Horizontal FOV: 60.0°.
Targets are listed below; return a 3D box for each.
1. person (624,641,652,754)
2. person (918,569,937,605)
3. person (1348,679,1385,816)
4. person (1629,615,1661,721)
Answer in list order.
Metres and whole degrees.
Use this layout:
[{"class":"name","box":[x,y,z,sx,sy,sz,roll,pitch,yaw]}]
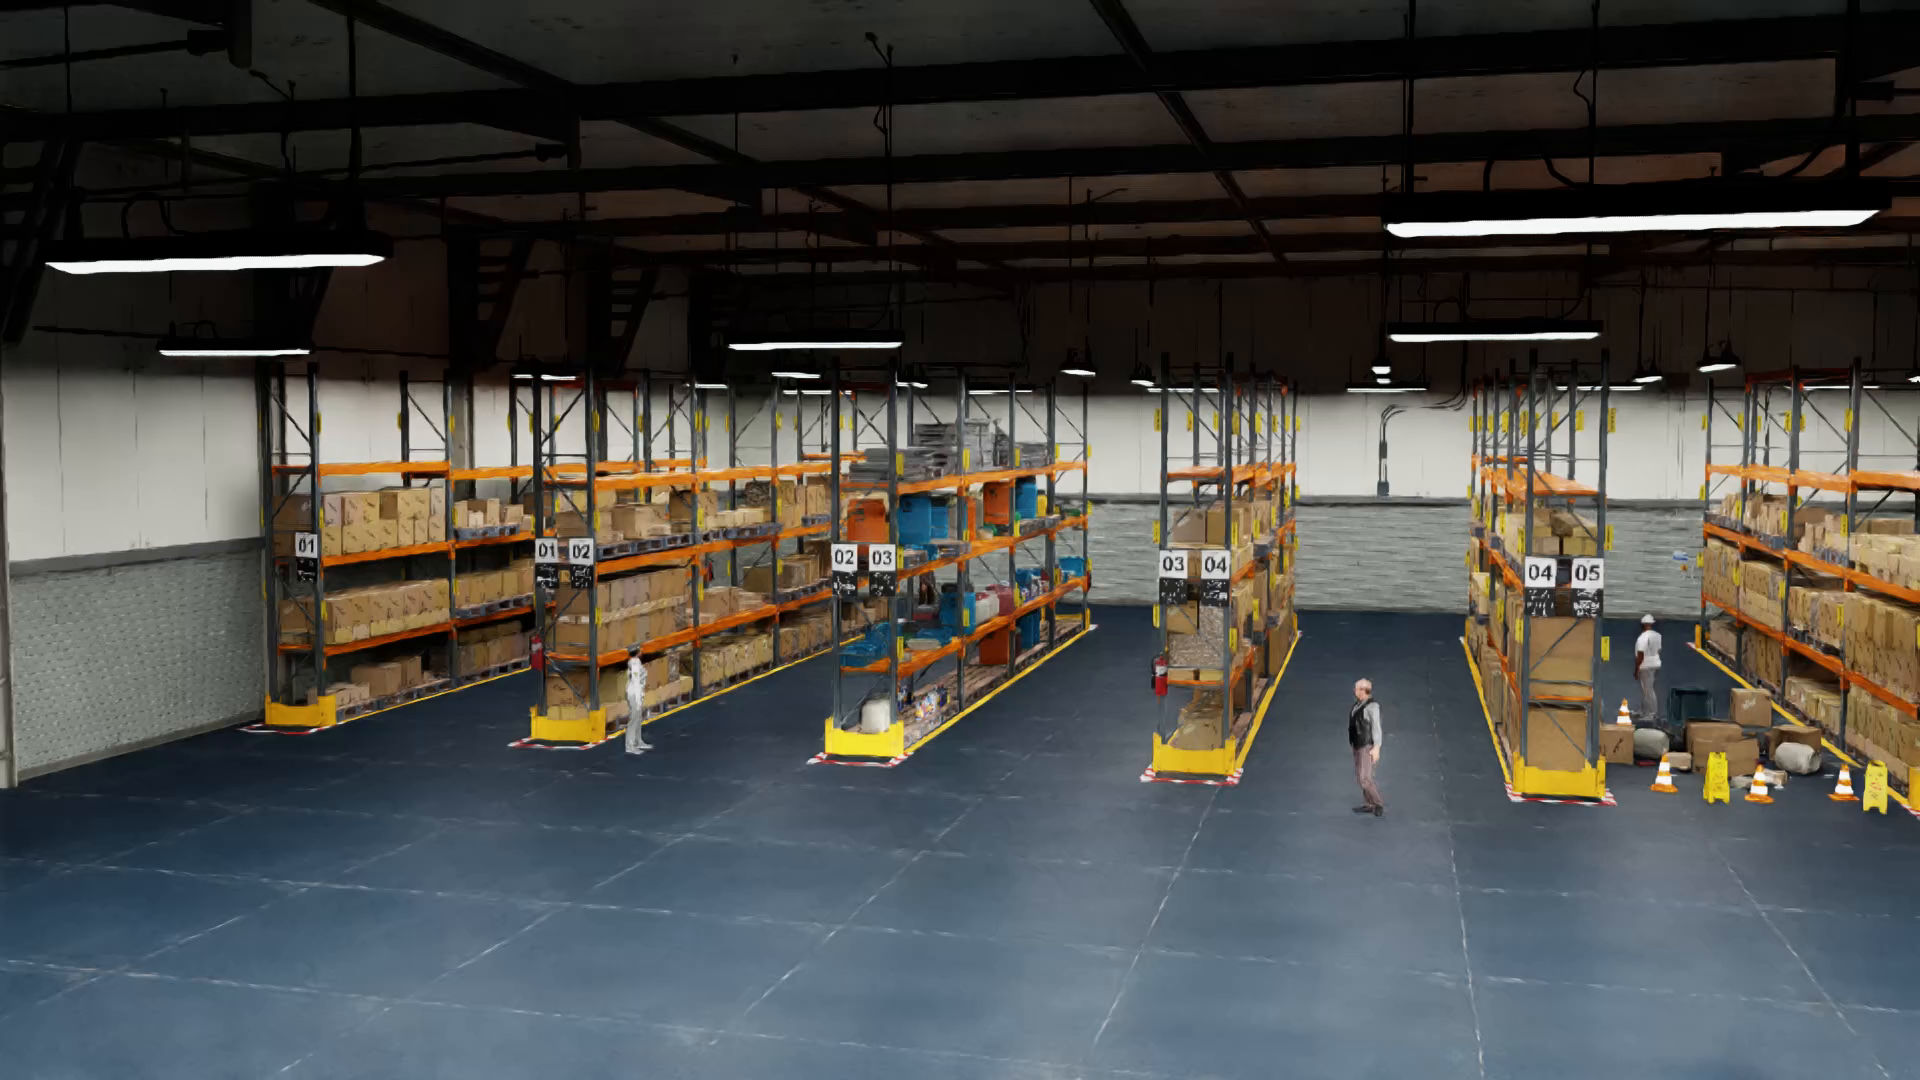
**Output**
[{"class":"person","box":[-4.889,2.378,25.258,0.416,1.676,0.537,-1,4,-15]},{"class":"person","box":[-0.832,1.114,42.442,0.512,1.781,0.680,3,5,38]},{"class":"person","box":[5.198,2.643,21.250,0.403,1.707,0.635,-1,4,-12]},{"class":"person","box":[11.546,2.135,28.010,0.671,1.763,0.580,-4,6,-44]}]
